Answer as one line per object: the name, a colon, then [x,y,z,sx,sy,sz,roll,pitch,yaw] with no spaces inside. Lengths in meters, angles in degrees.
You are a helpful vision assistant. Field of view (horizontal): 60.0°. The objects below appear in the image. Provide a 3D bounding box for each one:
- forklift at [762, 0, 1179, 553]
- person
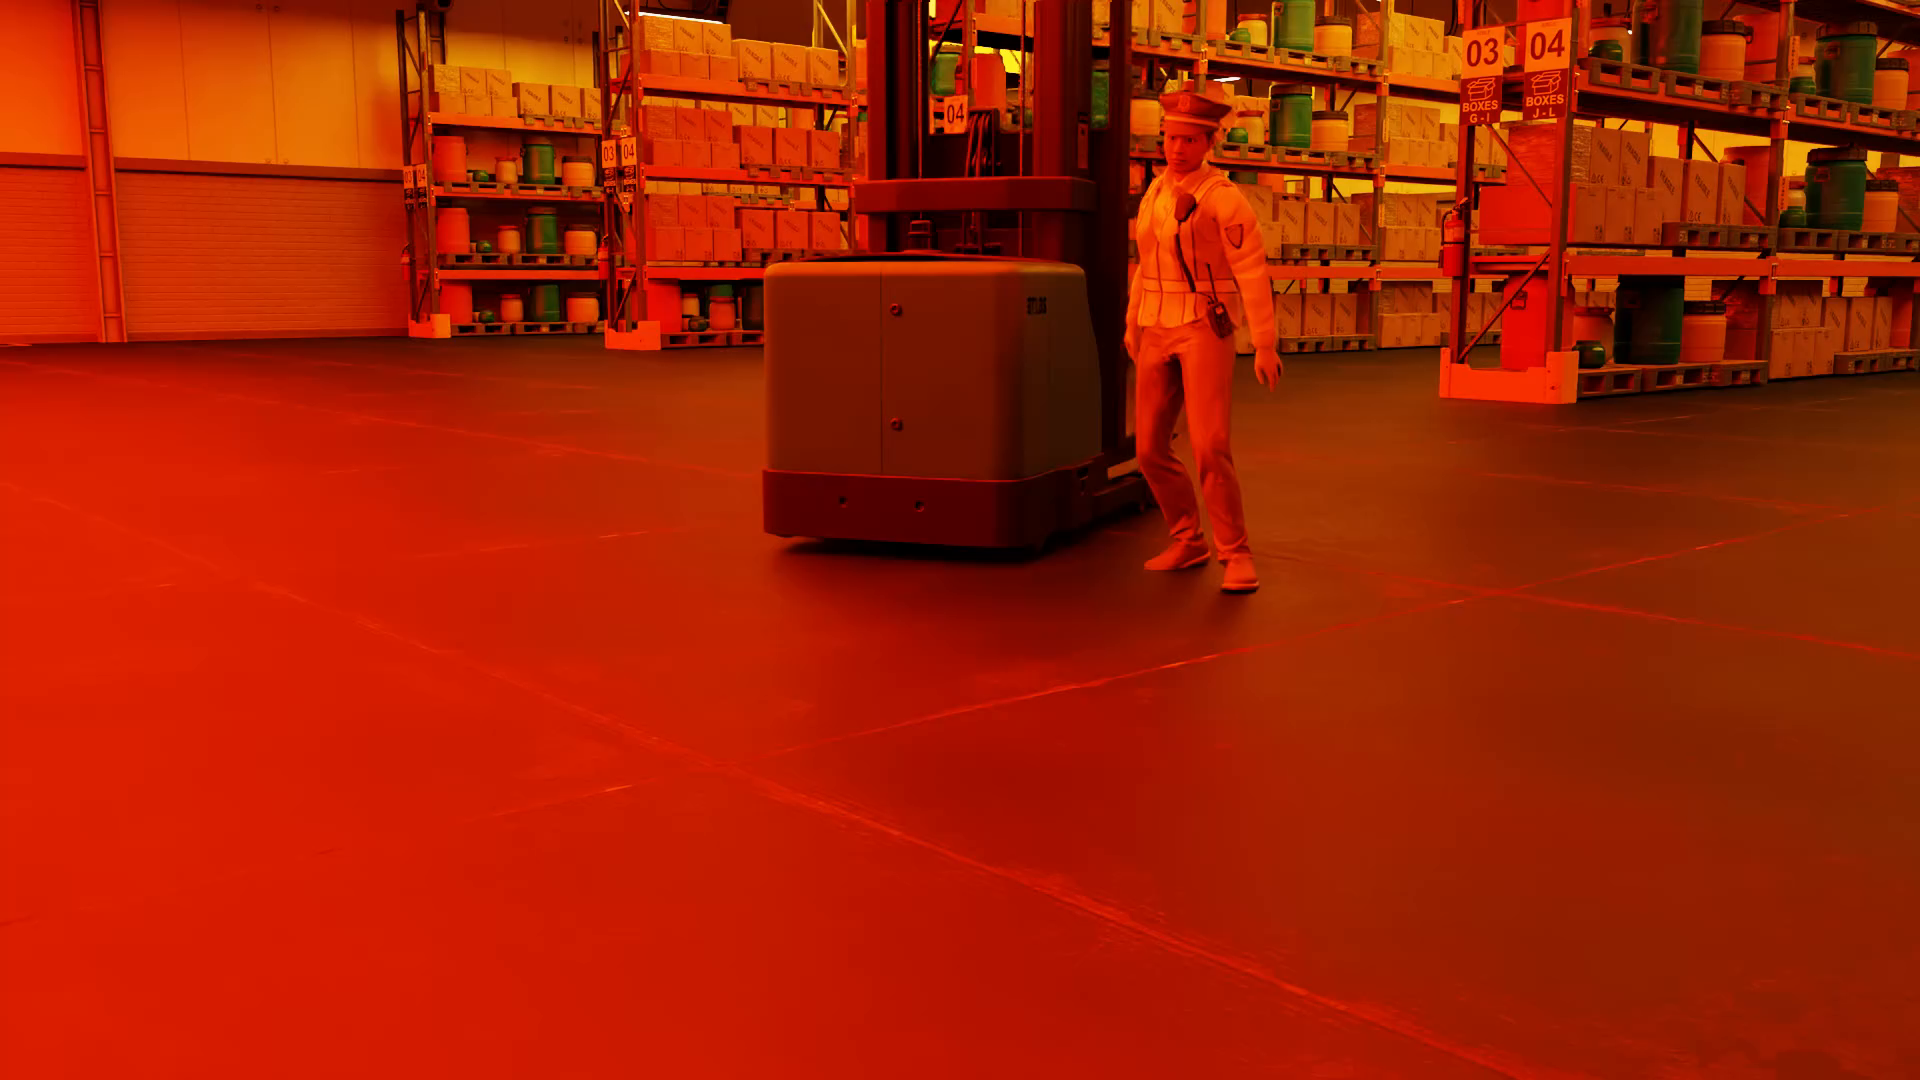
forklift: [0.269,-1.588,7.217,1.130,2.935,3.031,3,9,21]
person: [0.794,-0.667,5.668,0.417,1.639,0.796,-6,11,-33]
